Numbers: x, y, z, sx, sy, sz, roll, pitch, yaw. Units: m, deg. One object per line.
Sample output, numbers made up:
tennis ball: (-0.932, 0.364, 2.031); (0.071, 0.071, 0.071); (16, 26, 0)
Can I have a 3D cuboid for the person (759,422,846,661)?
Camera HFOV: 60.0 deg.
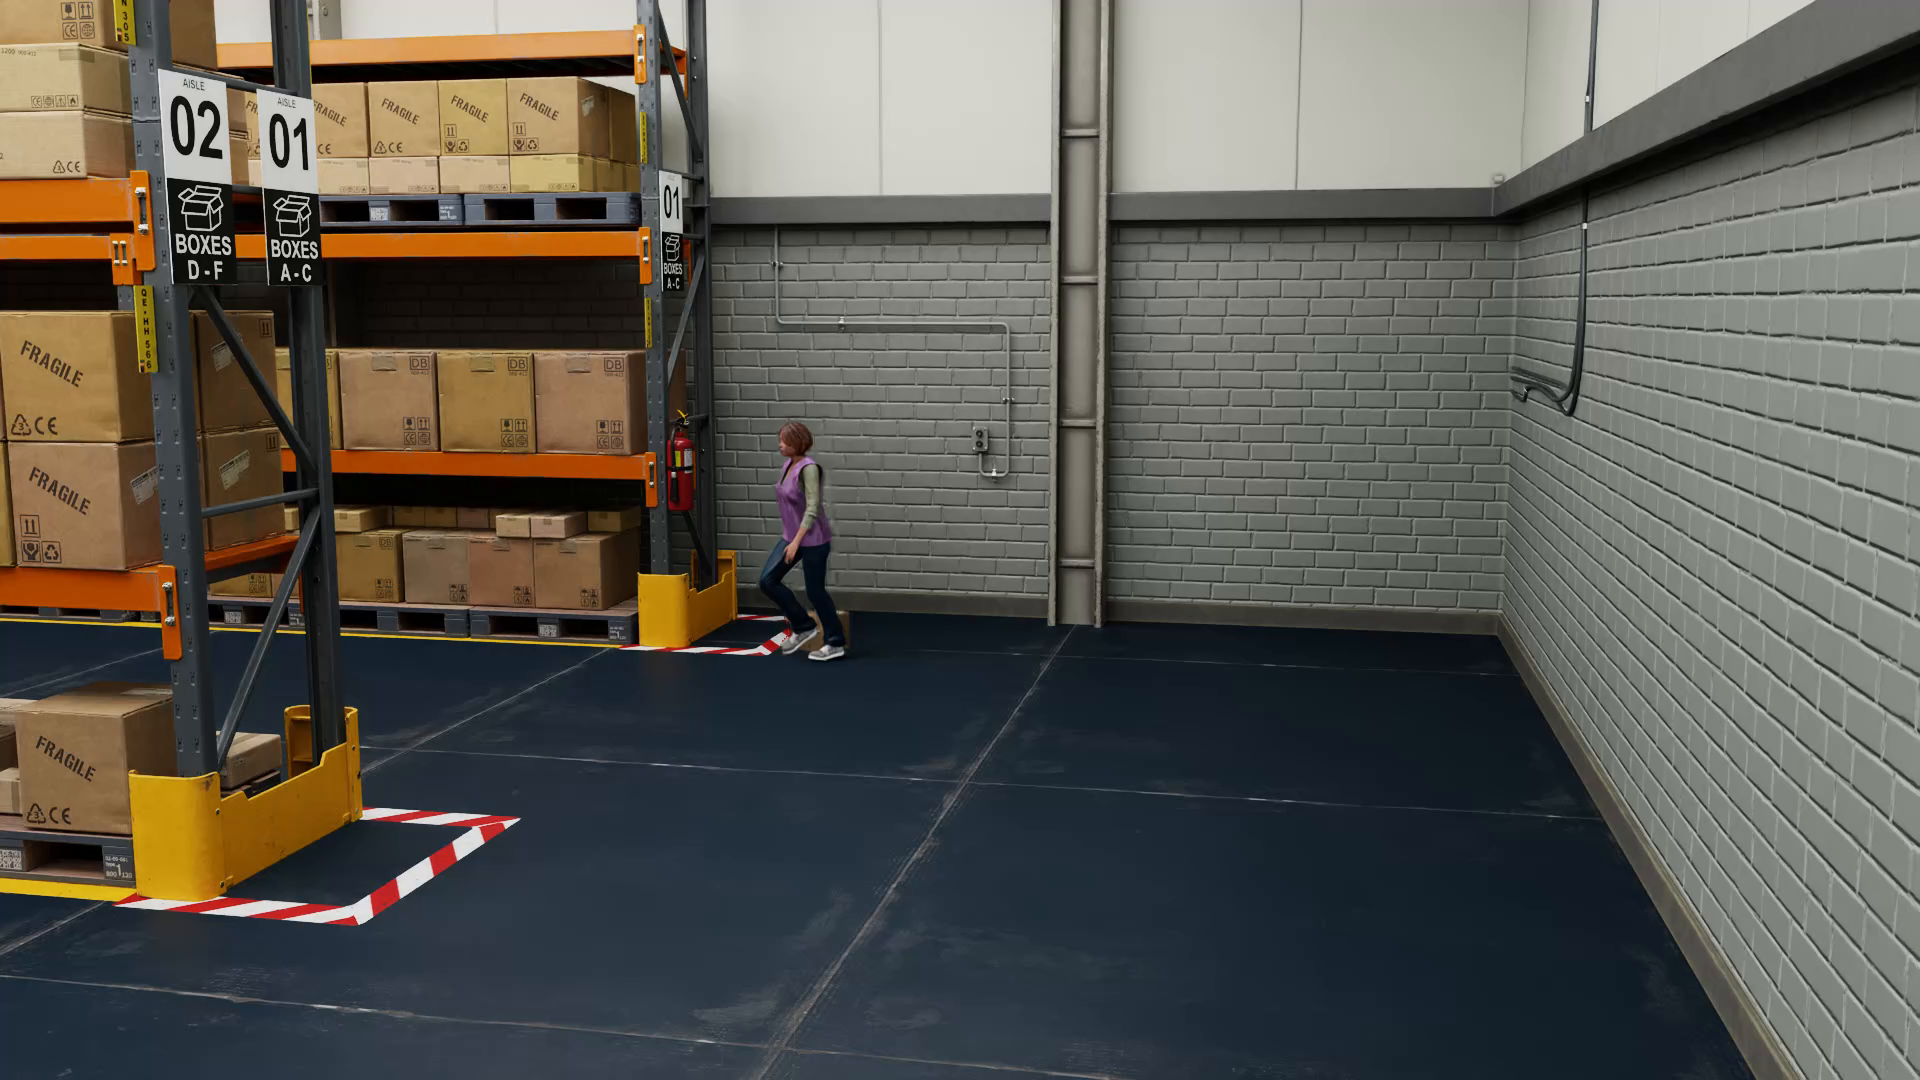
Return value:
person: (-0.996, 0.016, 10.771); (0.568, 1.569, 0.540); (-5, 10, -33)
